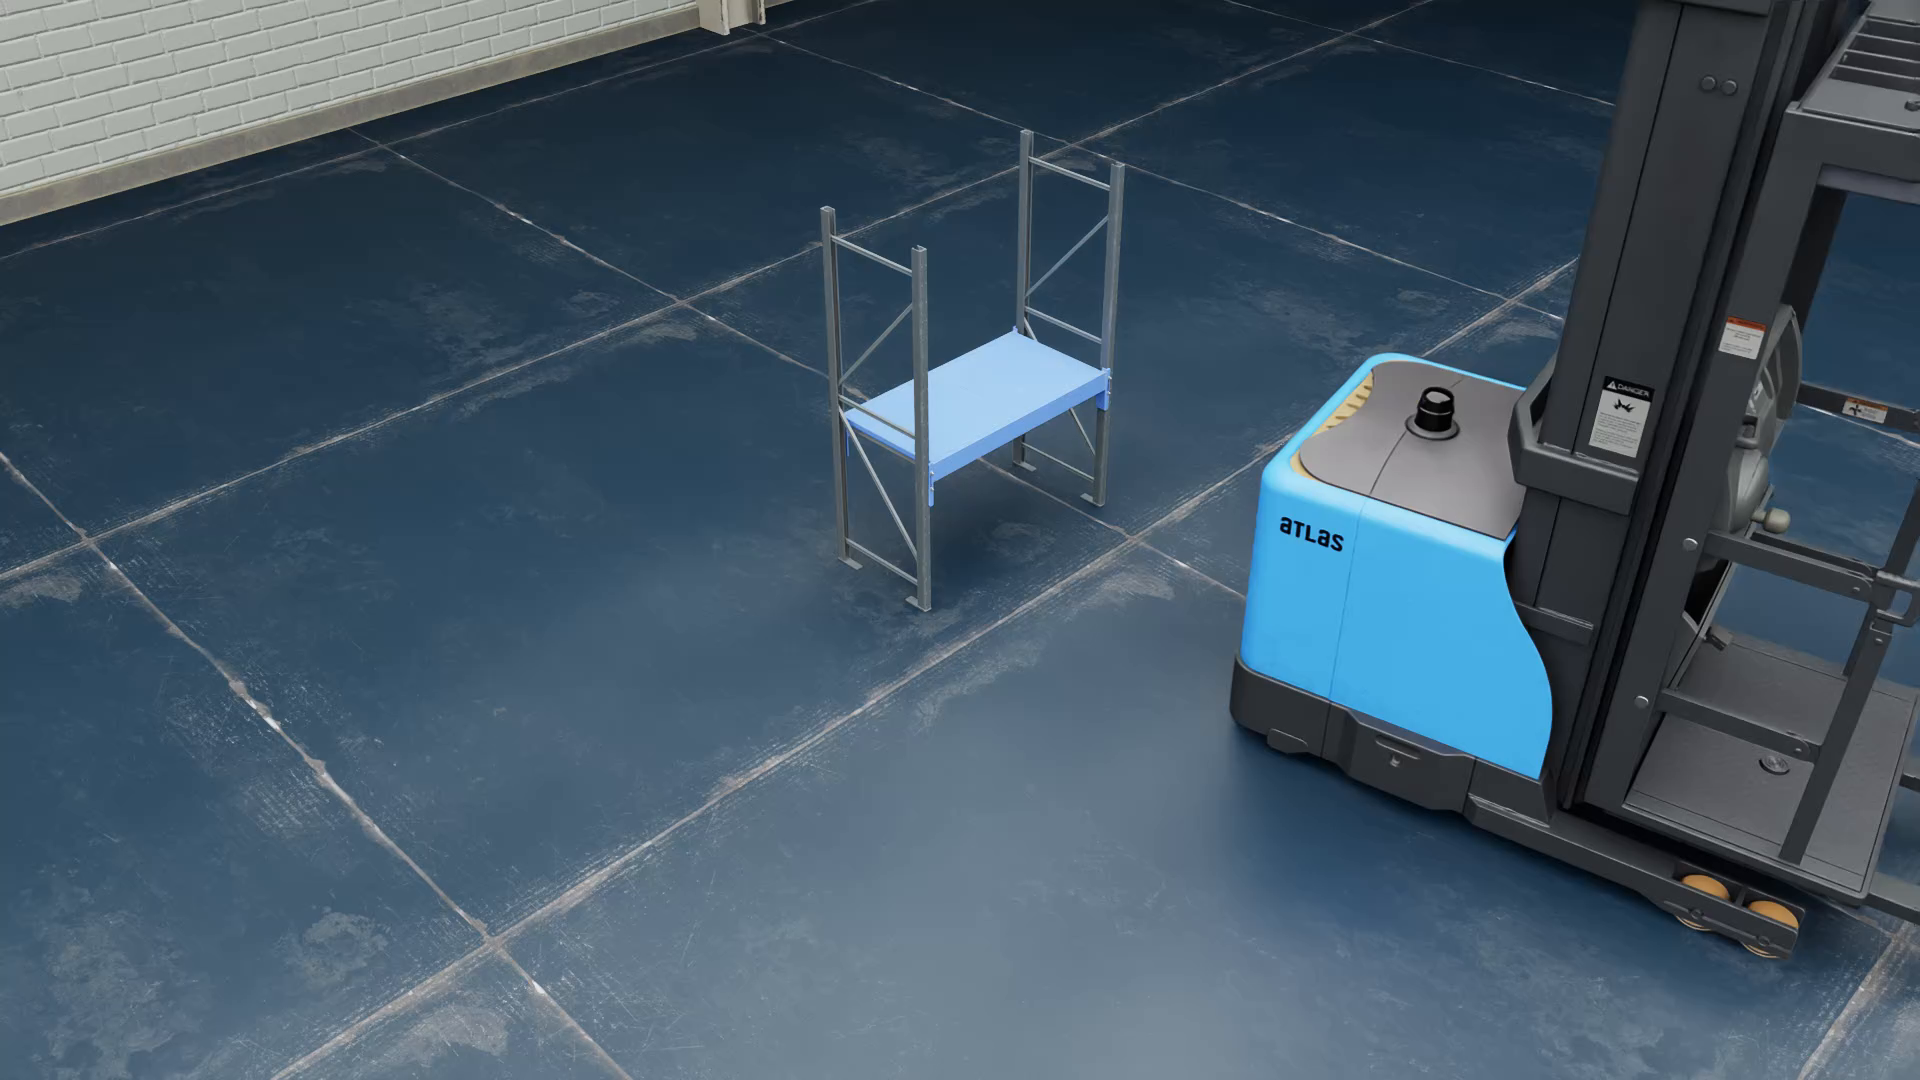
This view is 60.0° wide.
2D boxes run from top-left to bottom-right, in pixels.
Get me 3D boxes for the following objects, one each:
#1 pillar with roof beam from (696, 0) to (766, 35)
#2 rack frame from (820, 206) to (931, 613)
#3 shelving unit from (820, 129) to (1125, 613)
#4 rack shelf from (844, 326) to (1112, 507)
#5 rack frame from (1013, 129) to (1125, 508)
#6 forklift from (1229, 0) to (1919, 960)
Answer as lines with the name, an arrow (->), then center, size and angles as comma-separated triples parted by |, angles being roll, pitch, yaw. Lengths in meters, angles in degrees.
pillar with roof beam -> 1.389, -5.725, 7.093 | 9.100, 9.000, 0.400 | 30, 45, 35
rack frame -> -0.298, -0.443, 6.075 | 0.500, 1.500, 0.032 | 30, 45, 35
shelving unit -> 0.060, -0.650, 6.371 | 0.538, 1.500, 1.048 | 30, 45, 35
rack shelf -> 0.060, -0.502, 6.474 | 0.538, 0.185, 1.000 | 30, 45, 35
rack frame -> 0.418, -0.856, 6.667 | 0.500, 1.500, 0.032 | 30, 45, 35
forklift -> 2.447, -0.306, 4.626 | 3.031, 2.935, 1.130 | 21, 40, 27
